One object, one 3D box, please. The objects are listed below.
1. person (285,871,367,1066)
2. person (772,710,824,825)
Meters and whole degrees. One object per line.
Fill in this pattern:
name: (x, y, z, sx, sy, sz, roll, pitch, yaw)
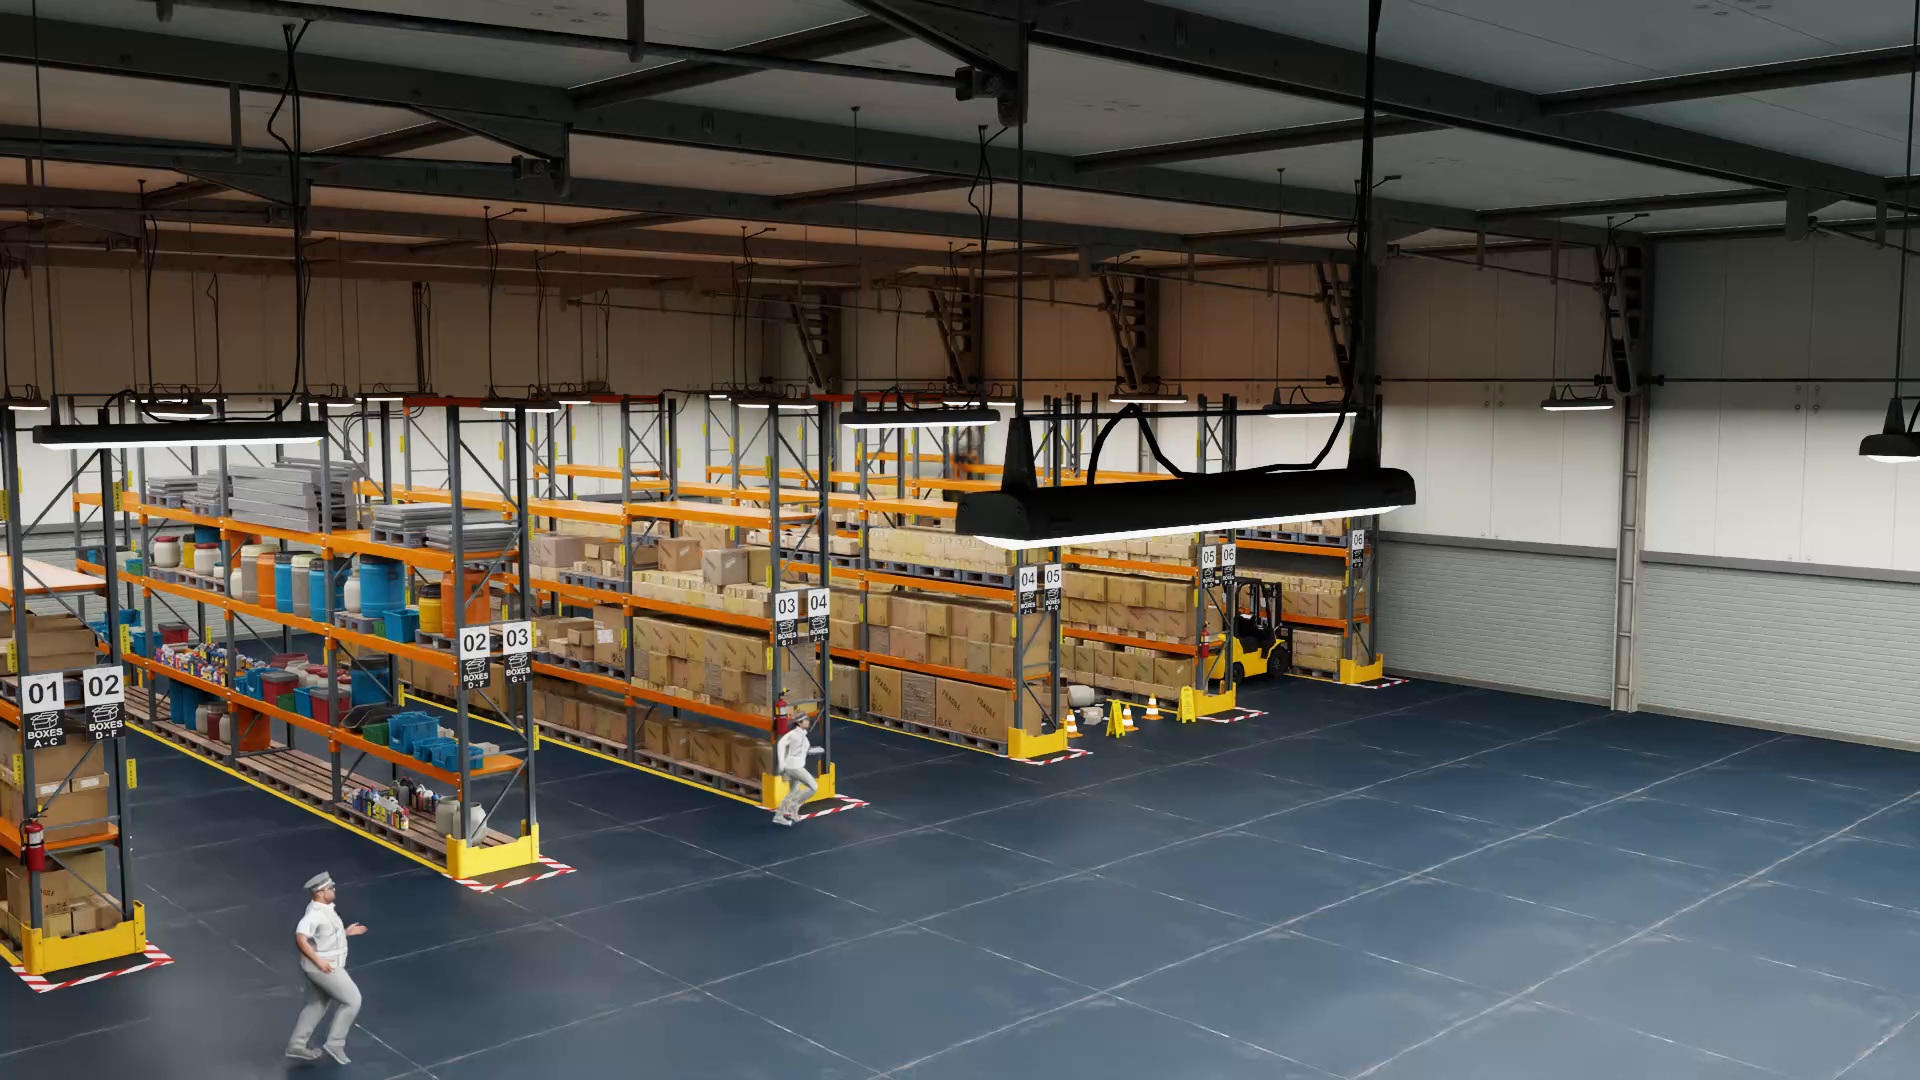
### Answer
person: (-5.868, 3.979, 15.410, 0.753, 1.836, 0.632, -3, 6, -28)
person: (-2.293, 3.221, 23.517, 0.735, 1.642, 0.646, 0, 6, 4)
